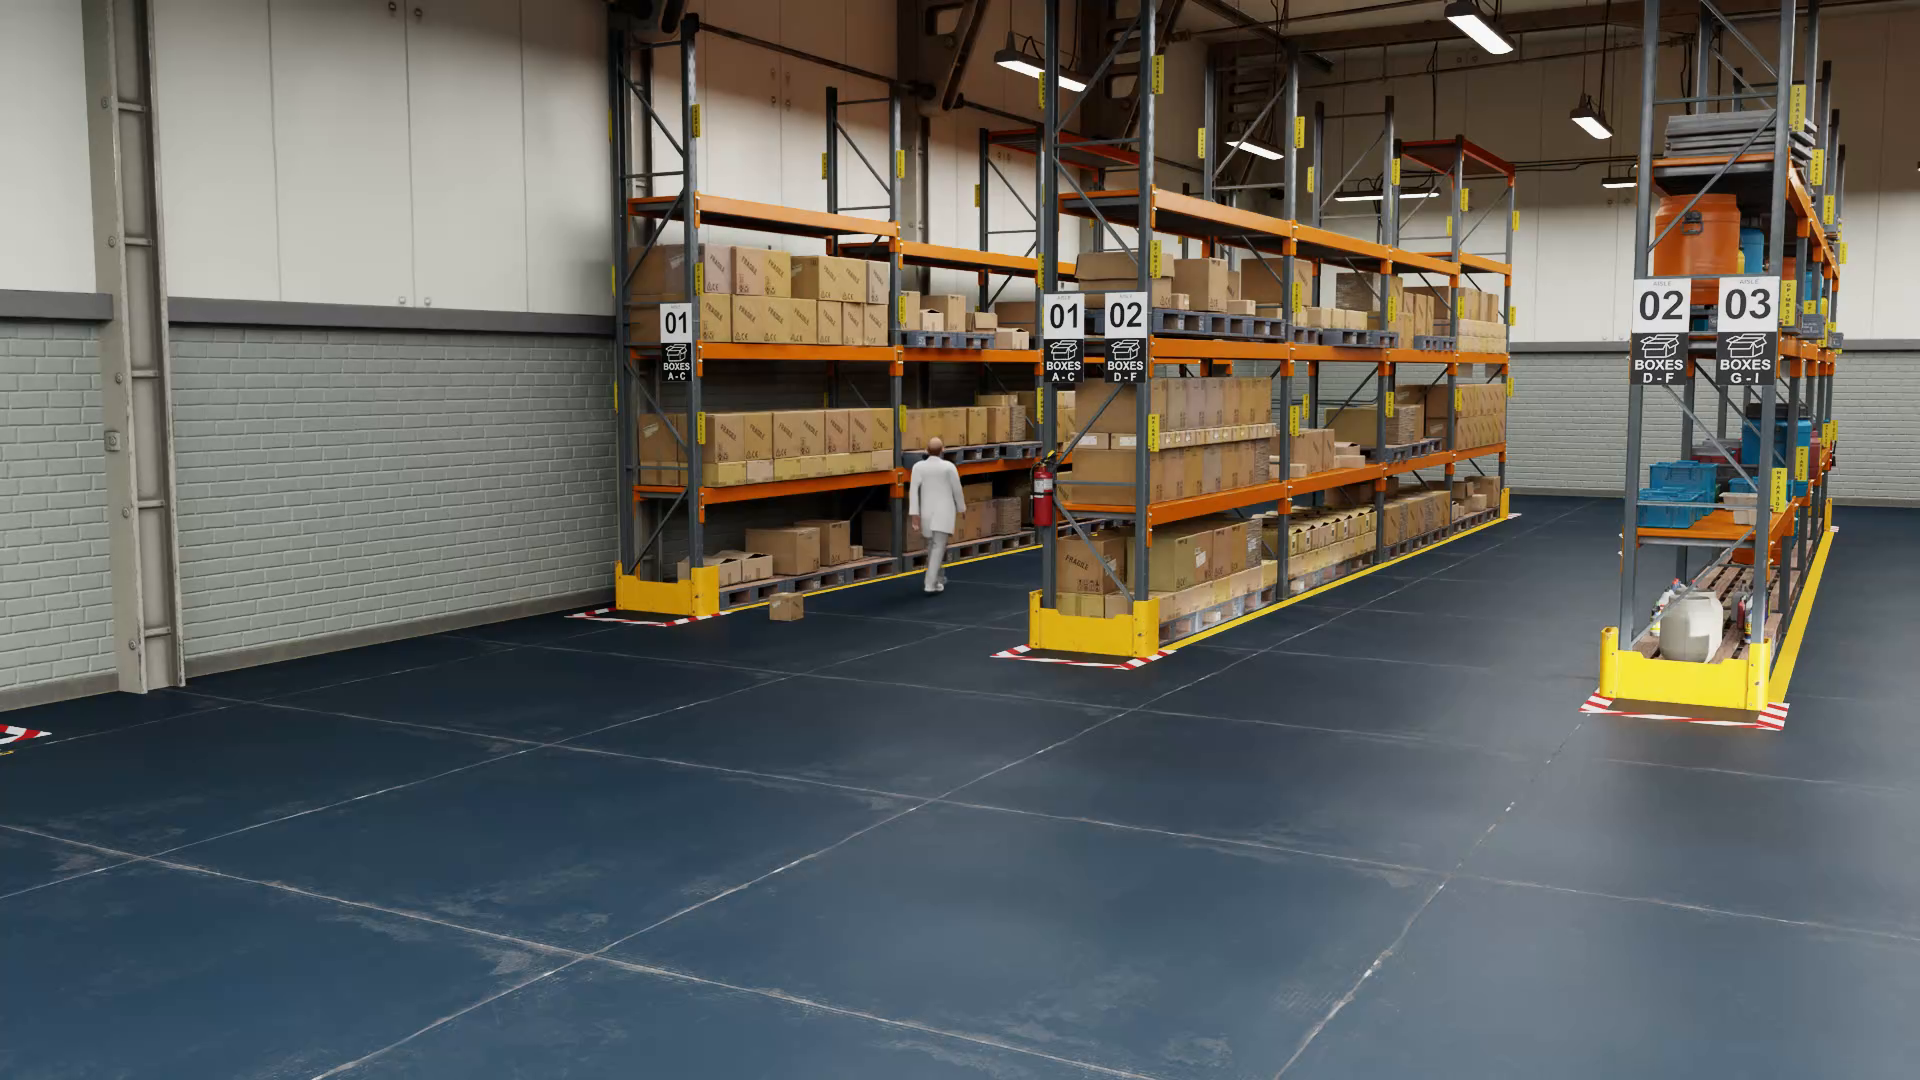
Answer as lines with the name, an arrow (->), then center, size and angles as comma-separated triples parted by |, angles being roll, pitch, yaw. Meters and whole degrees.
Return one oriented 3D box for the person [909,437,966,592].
person -> -0.216, -0.310, 18.963 | 0.571, 1.732, 1.025 | 2, 6, 21
